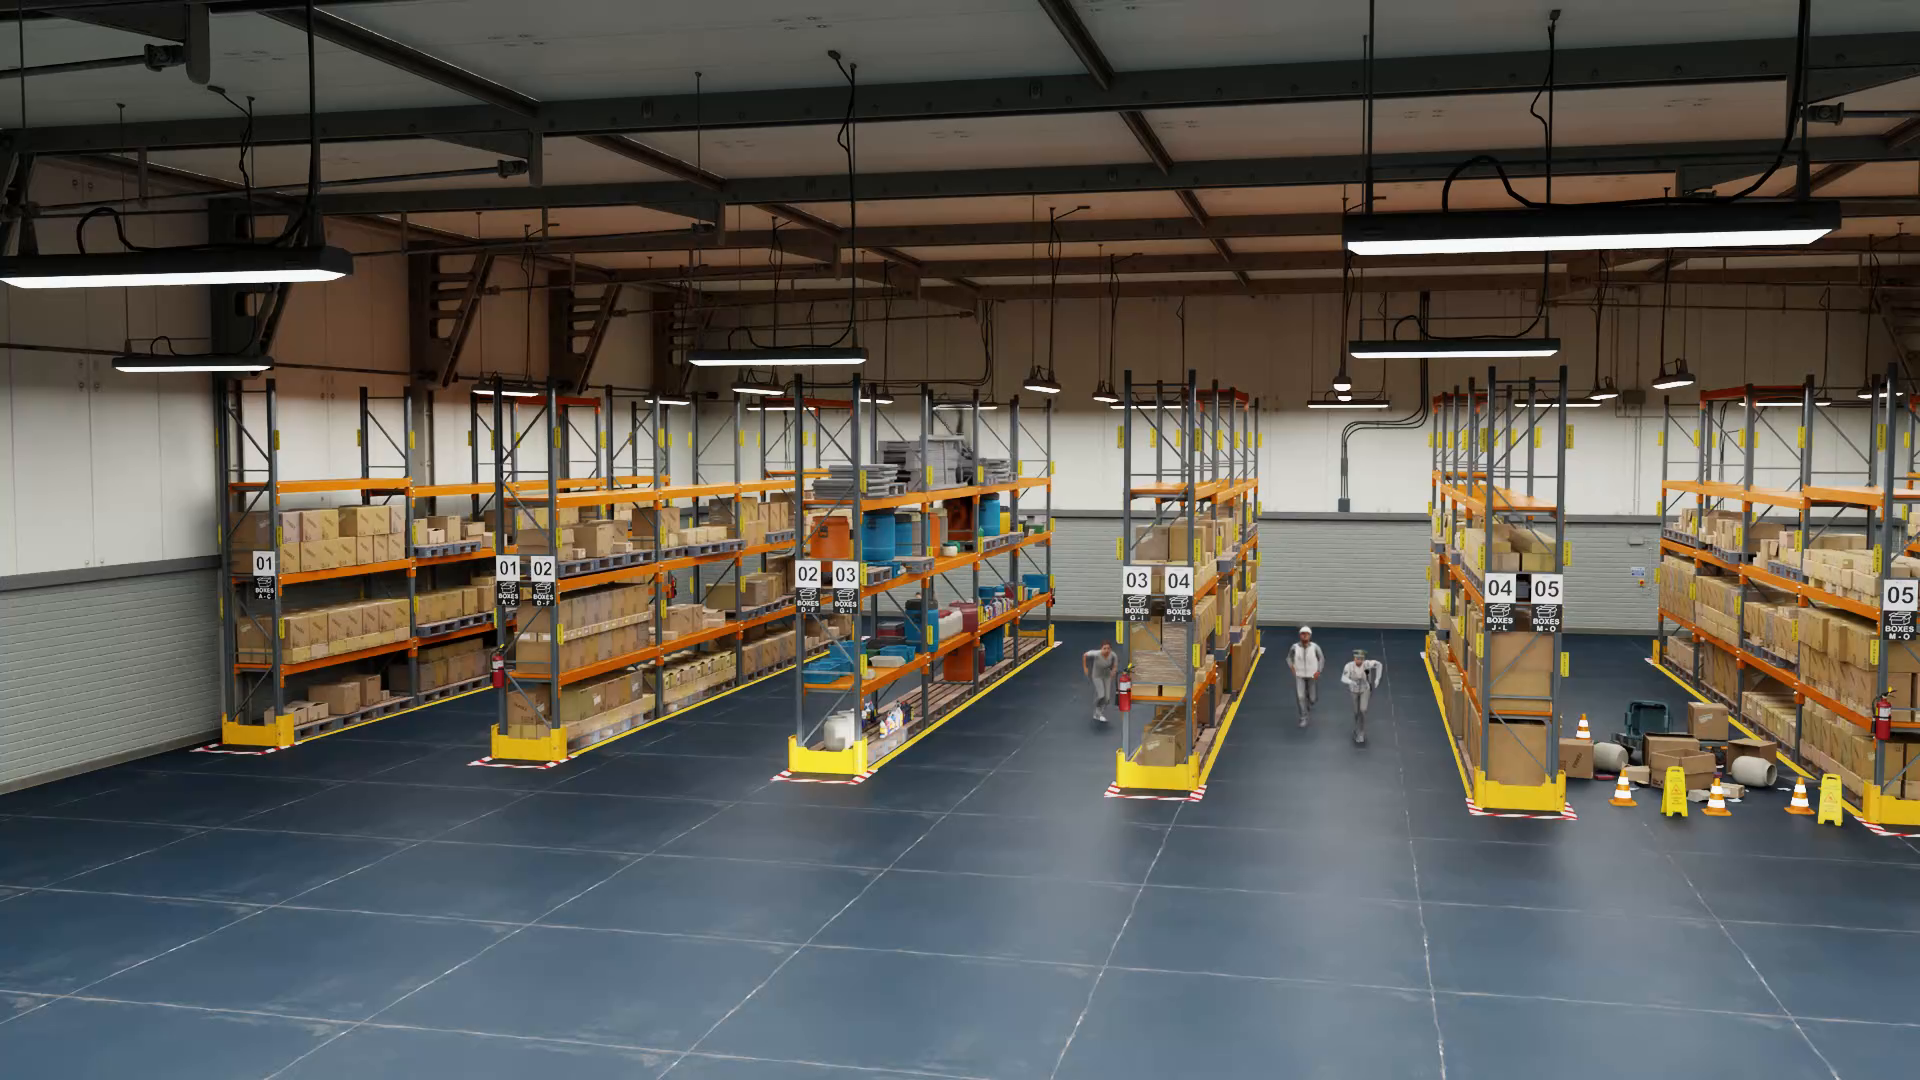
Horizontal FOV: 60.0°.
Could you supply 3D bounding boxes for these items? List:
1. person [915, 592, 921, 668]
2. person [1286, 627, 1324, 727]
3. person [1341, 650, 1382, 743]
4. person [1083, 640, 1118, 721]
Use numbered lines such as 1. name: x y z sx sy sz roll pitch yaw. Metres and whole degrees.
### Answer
1. person: -0.842 1.972 36.622 0.602 1.668 0.793 1 4 19
2. person: 6.098 2.396 29.386 0.664 1.743 0.782 1 3 10
3. person: 6.690 2.585 27.720 0.653 1.593 0.946 1 4 15
4. person: 2.479 2.487 29.415 0.592 1.500 0.821 -1 3 -9
